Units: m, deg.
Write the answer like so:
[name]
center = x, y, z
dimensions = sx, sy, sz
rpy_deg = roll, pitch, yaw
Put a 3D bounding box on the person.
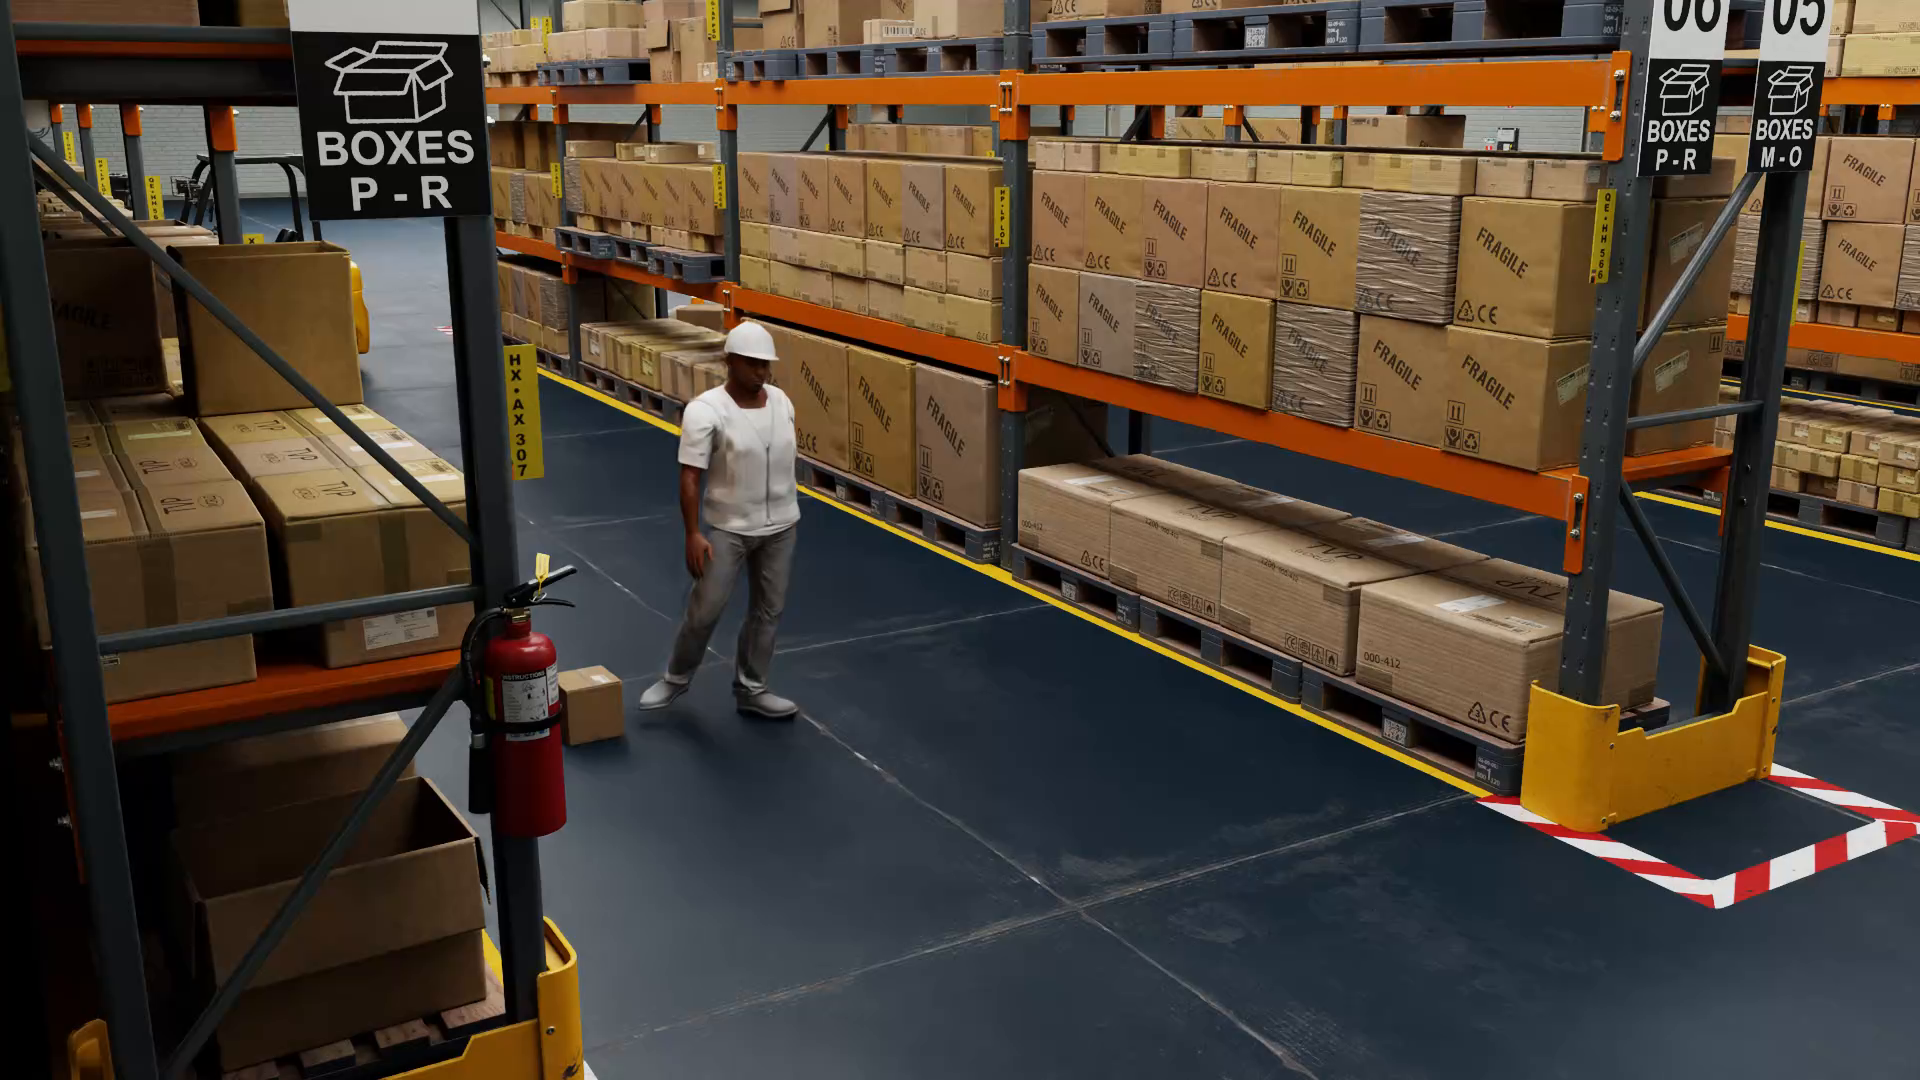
[person]
center = -1.031, -0.064, 7.184
dimensions = 0.746, 1.759, 0.528
rpy_deg = -11, 18, -35
